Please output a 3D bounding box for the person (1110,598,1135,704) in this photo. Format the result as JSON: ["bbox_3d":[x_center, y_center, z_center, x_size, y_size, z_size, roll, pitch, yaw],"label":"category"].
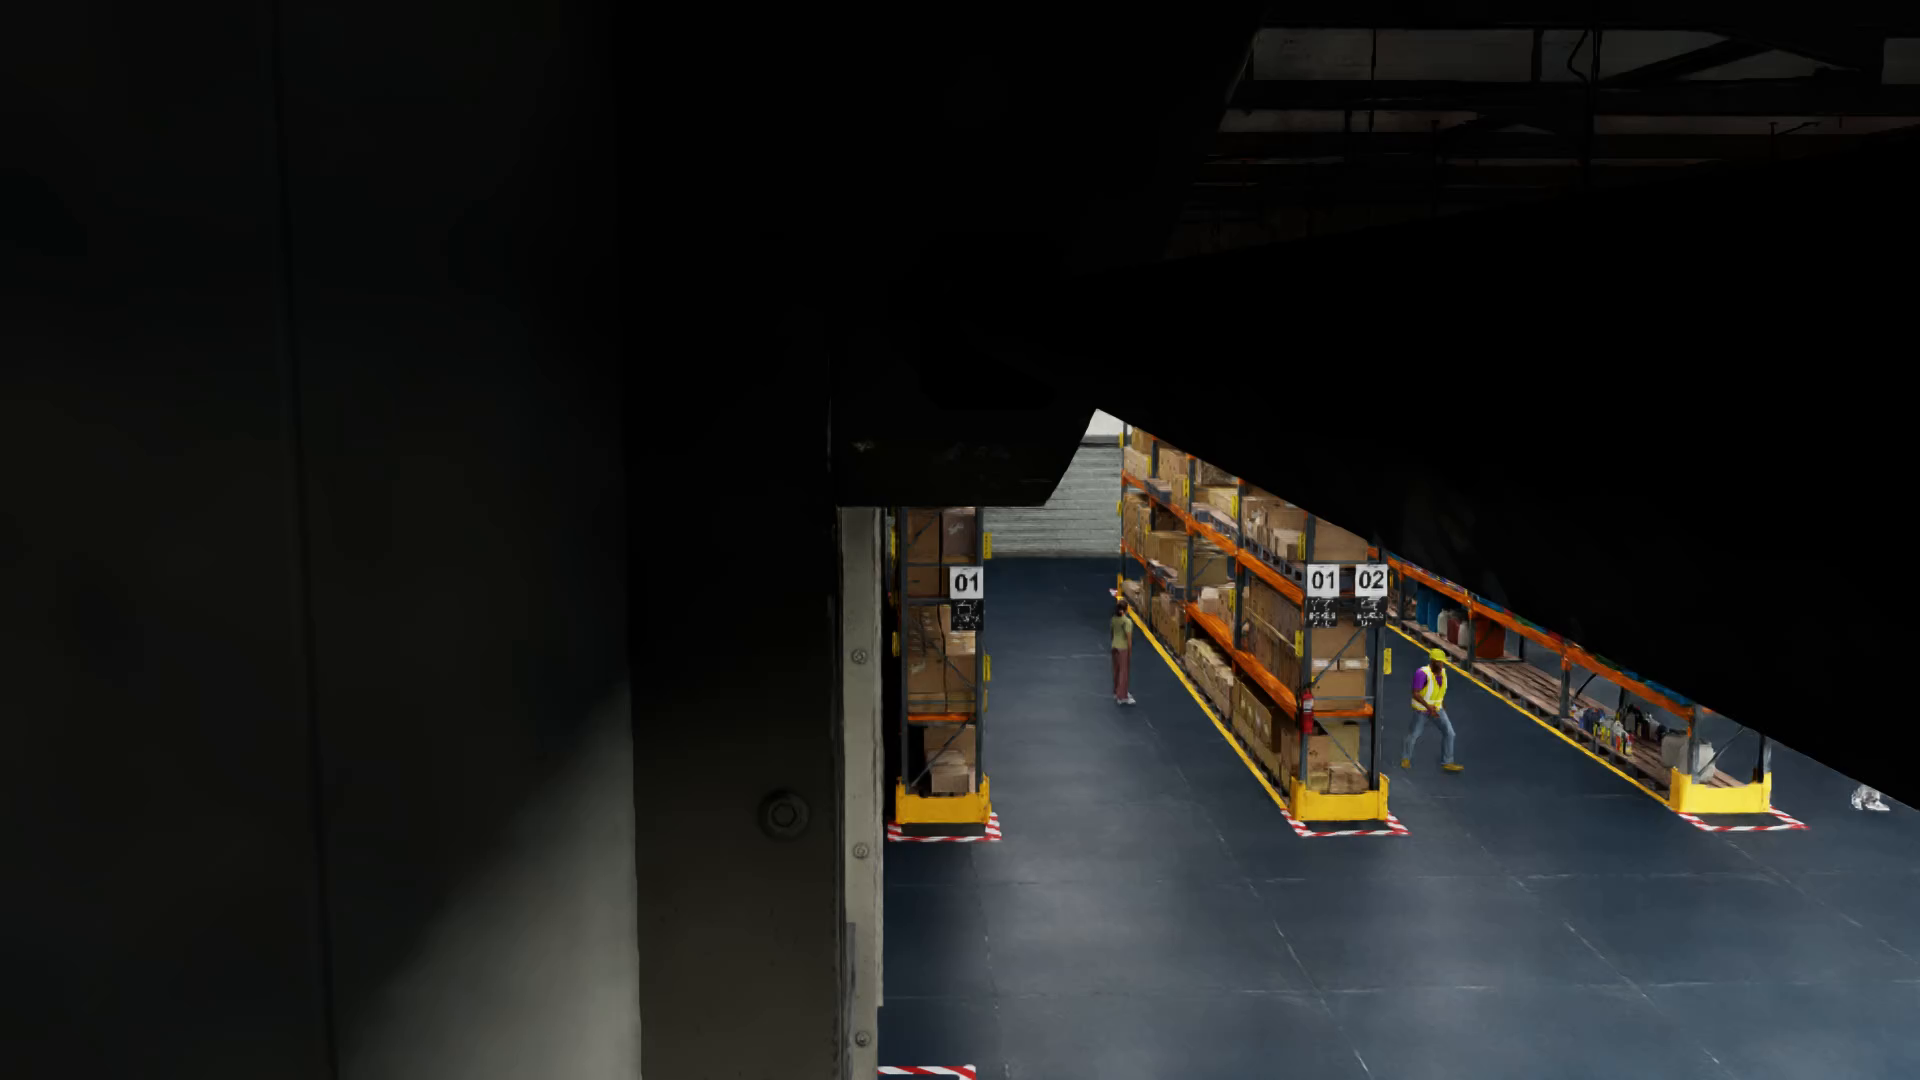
[{"bbox_3d":[2.625,1.756,26.622,0.434,1.673,0.494,-5,10,-33],"label":"person"}]

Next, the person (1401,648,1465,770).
[{"bbox_3d":[6.415,2.297,22.730,0.702,1.705,0.780,-3,9,-23],"label":"person"}]

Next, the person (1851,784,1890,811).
[{"bbox_3d":[11.499,2.627,20.837,0.465,1.586,0.569,8,11,44],"label":"person"}]
